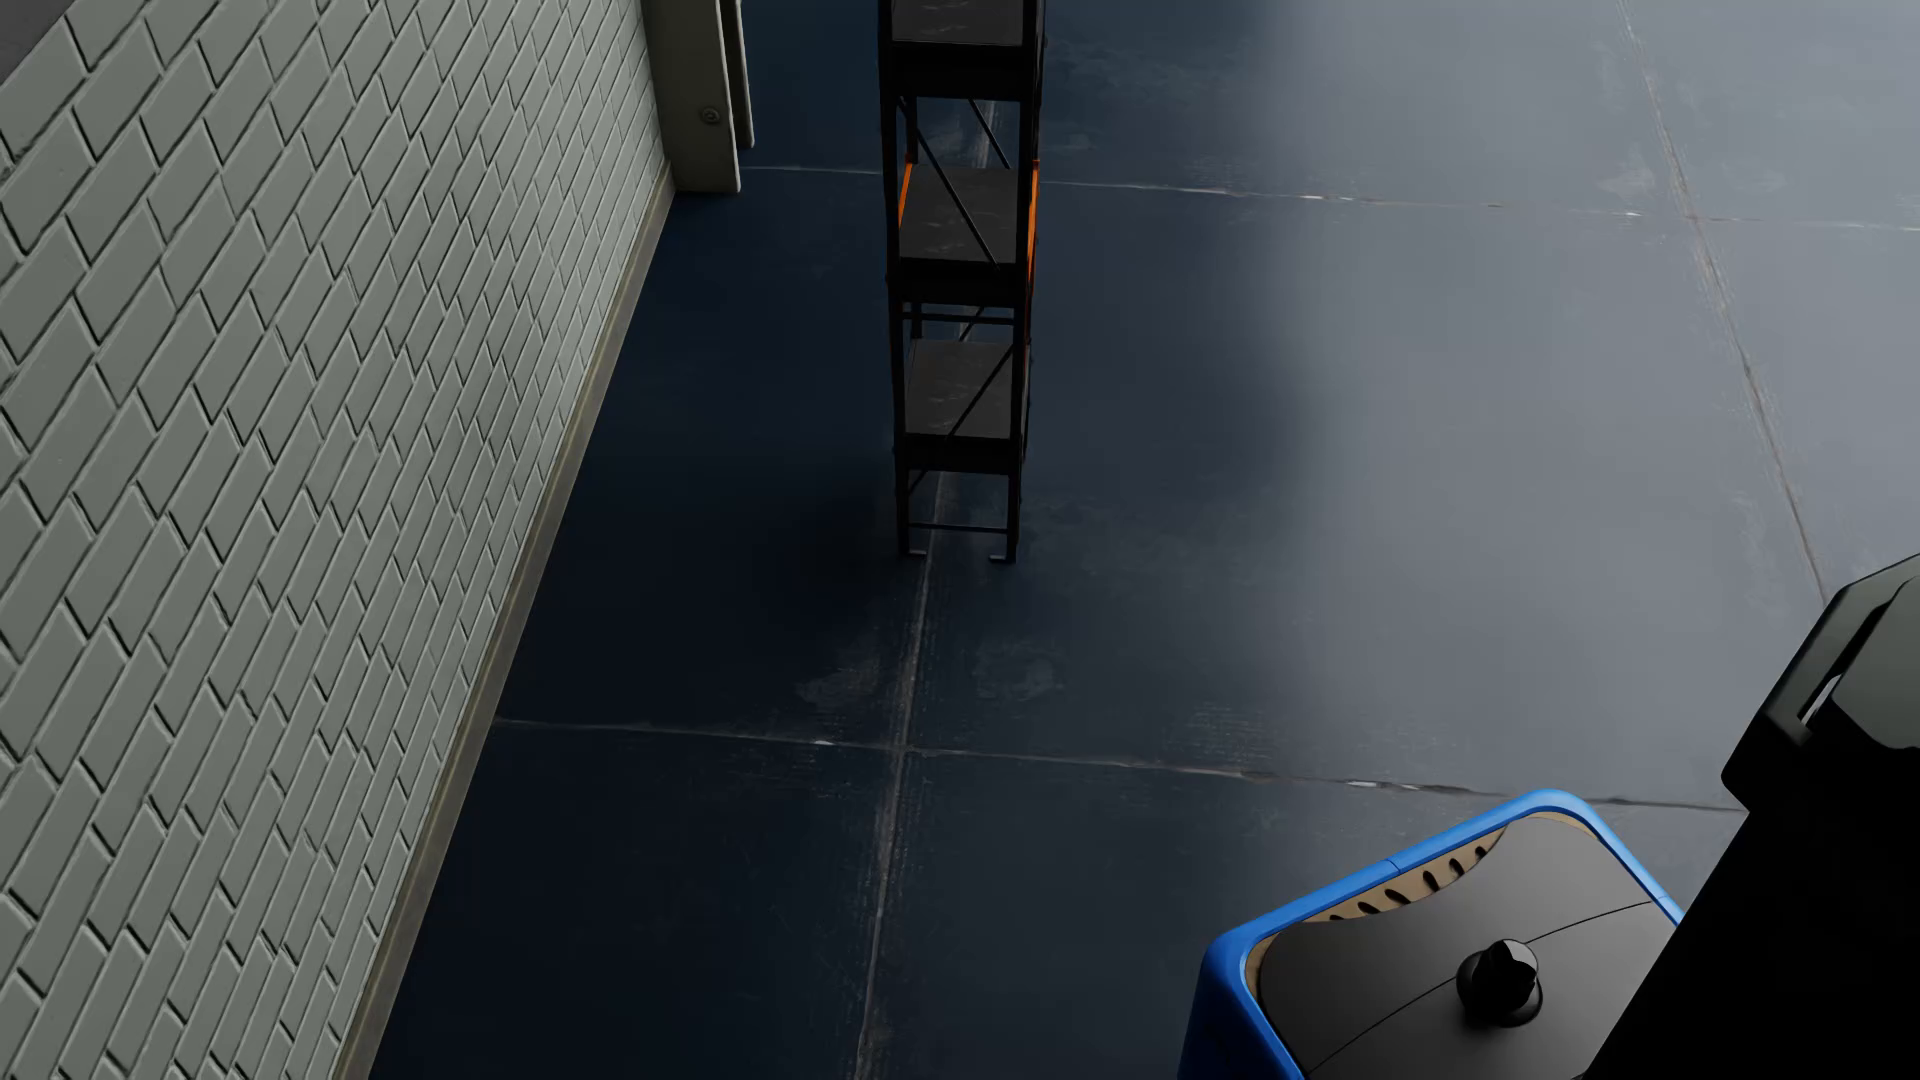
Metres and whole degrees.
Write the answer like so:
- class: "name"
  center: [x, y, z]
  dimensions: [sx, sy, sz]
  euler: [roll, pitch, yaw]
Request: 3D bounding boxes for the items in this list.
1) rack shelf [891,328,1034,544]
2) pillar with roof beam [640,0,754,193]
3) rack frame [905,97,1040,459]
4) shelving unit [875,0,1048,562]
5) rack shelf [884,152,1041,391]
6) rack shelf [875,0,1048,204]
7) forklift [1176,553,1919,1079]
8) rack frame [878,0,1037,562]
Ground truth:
- class: "rack shelf"
  center: [0.015, -0.349, 5.613]
  dimensions: [0.431, 0.518, 0.480]
  euler: [4, 48, 4]
- class: "pillar with roof beam"
  center: [3.205, -4.385, 3.662]
  dimensions: [9.100, 9.000, 0.400]
  euler: [4, 48, 4]
- class: "rack frame"
  center: [0.037, -1.010, 5.250]
  dimensions: [0.400, 2.100, 0.015]
  euler: [4, 48, 4]
- class: "shelving unit"
  center: [0.015, -0.830, 5.086]
  dimensions: [0.431, 2.100, 0.503]
  euler: [4, 48, 4]
- class: "rack shelf"
  center: [0.015, -0.821, 5.097]
  dimensions: [0.431, 0.518, 0.480]
  euler: [4, 48, 4]
- class: "rack shelf"
  center: [0.015, -1.294, 4.580]
  dimensions: [0.431, 0.518, 0.480]
  euler: [4, 48, 4]
- class: "forklift"
  center: [1.595, 1.417, 2.467]
  dimensions: [1.130, 2.935, 3.031]
  euler: [-20, 51, -17]
- class: "rack frame"
  center: [-0.007, -0.651, 4.922]
  dimensions: [0.400, 2.100, 0.015]
  euler: [4, 48, 4]
